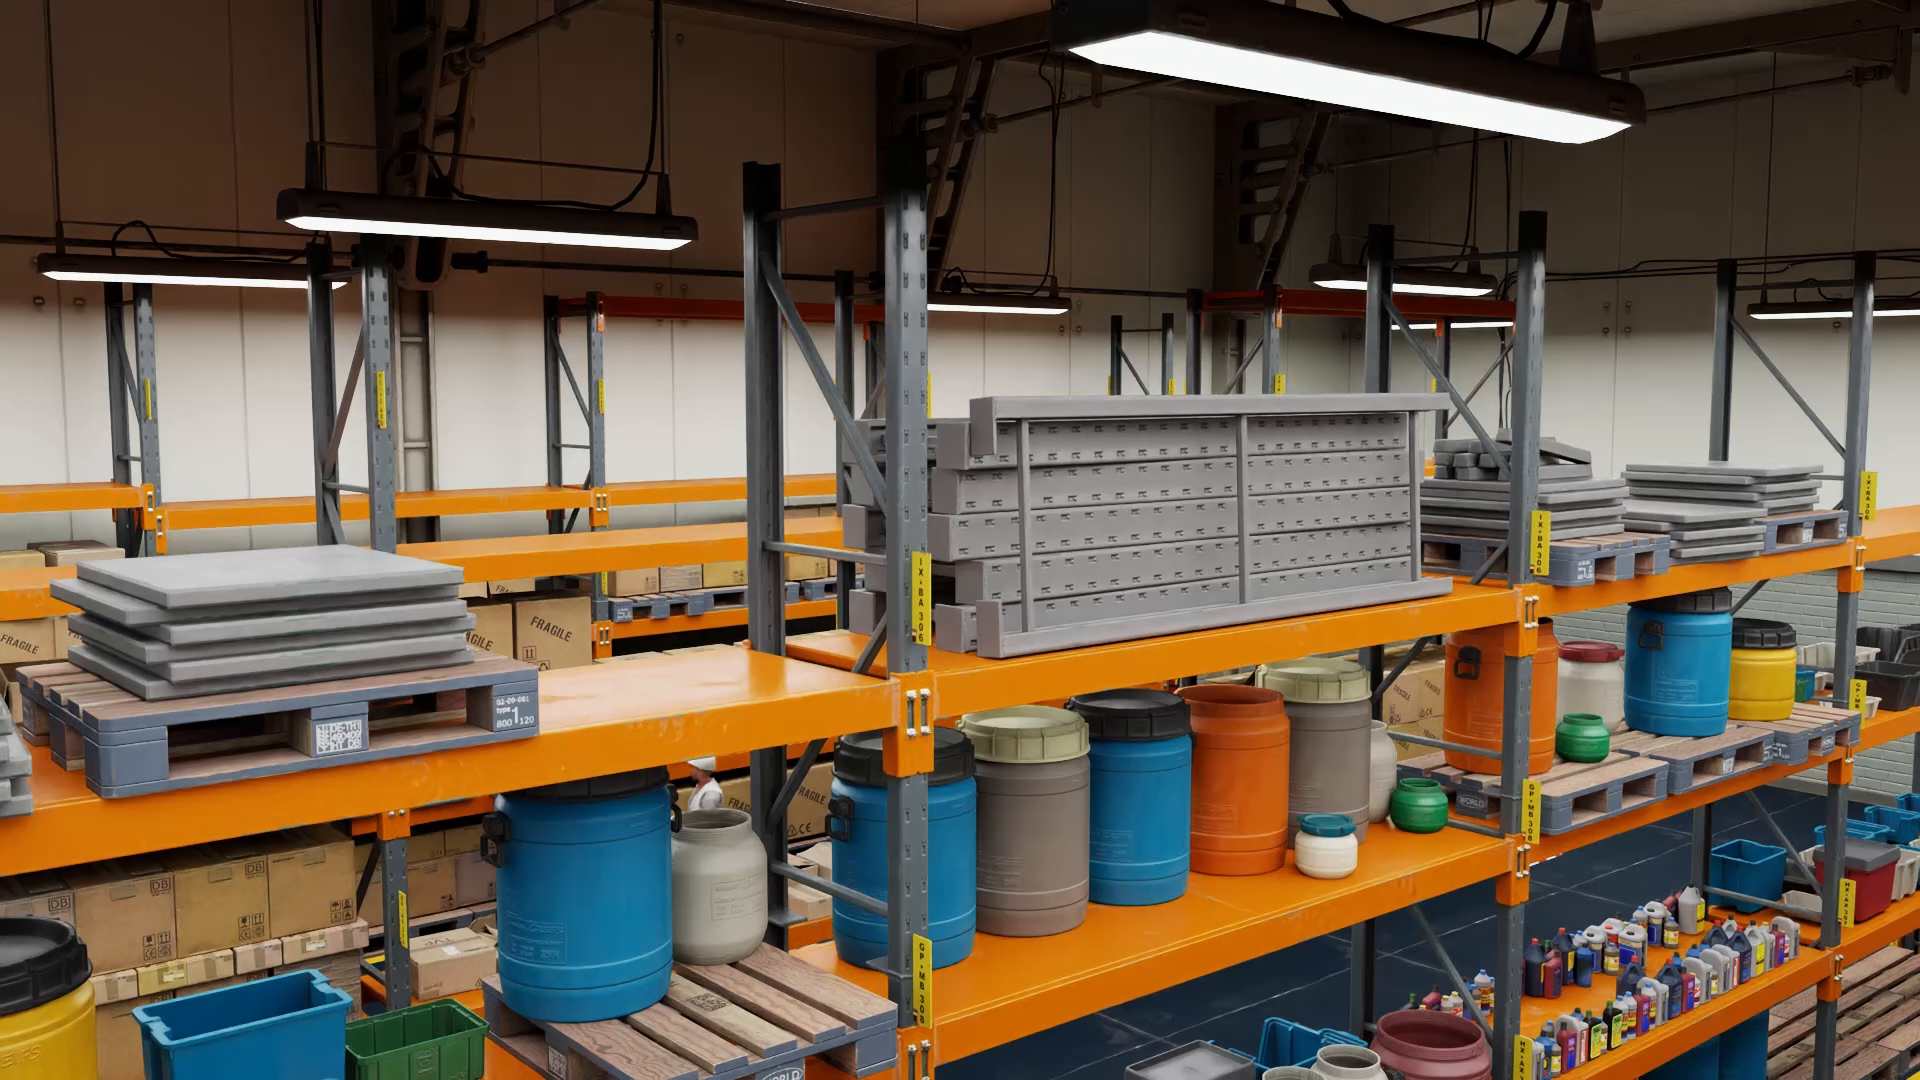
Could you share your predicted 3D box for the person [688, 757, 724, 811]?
[{"bbox_3d":[-2.352,2.842,15.157,0.701,1.847,0.560,-2,6,-23],"label":"person"}]
